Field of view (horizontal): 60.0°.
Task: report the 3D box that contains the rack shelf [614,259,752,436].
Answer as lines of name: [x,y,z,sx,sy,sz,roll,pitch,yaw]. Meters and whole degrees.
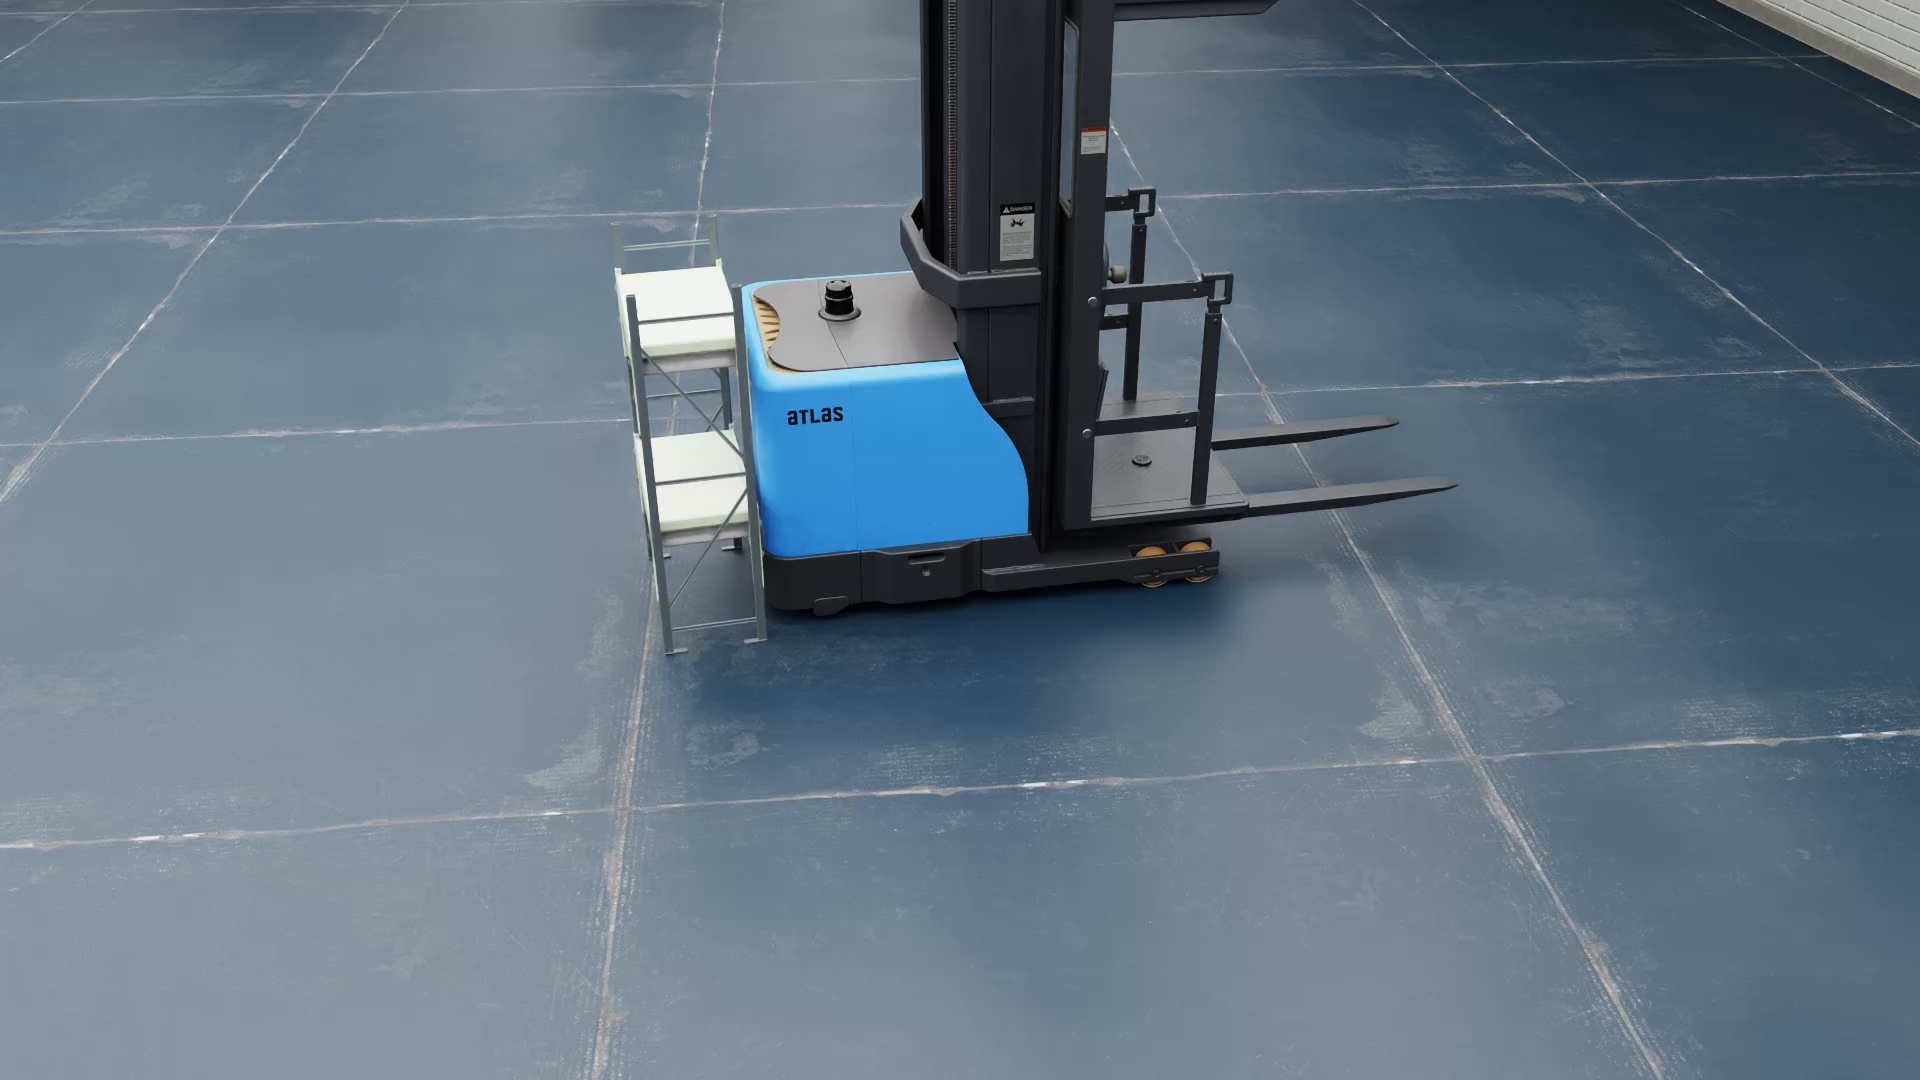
rack shelf: [-1.048,-0.740,6.265,0.431,0.370,0.720,-7,32,-12]

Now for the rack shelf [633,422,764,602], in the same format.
rack shelf: [-1.048,-0.125,6.633,0.431,0.370,0.720,-7,32,-12]

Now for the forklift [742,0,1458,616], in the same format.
forklift: [0.616,-1.322,6.605,3.031,2.935,1.130,-6,31,-10]

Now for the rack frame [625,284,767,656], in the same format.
rack frame: [-0.960,-0.223,6.160,0.400,1.500,0.023,-7,32,-12]

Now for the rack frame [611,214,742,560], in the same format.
rack frame: [-1.137,-0.587,6.770,0.400,1.500,0.023,-7,32,-12]

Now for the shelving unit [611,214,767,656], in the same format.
shelving unit: [-1.048,-0.405,6.465,0.431,1.500,0.755,-7,32,-12]
